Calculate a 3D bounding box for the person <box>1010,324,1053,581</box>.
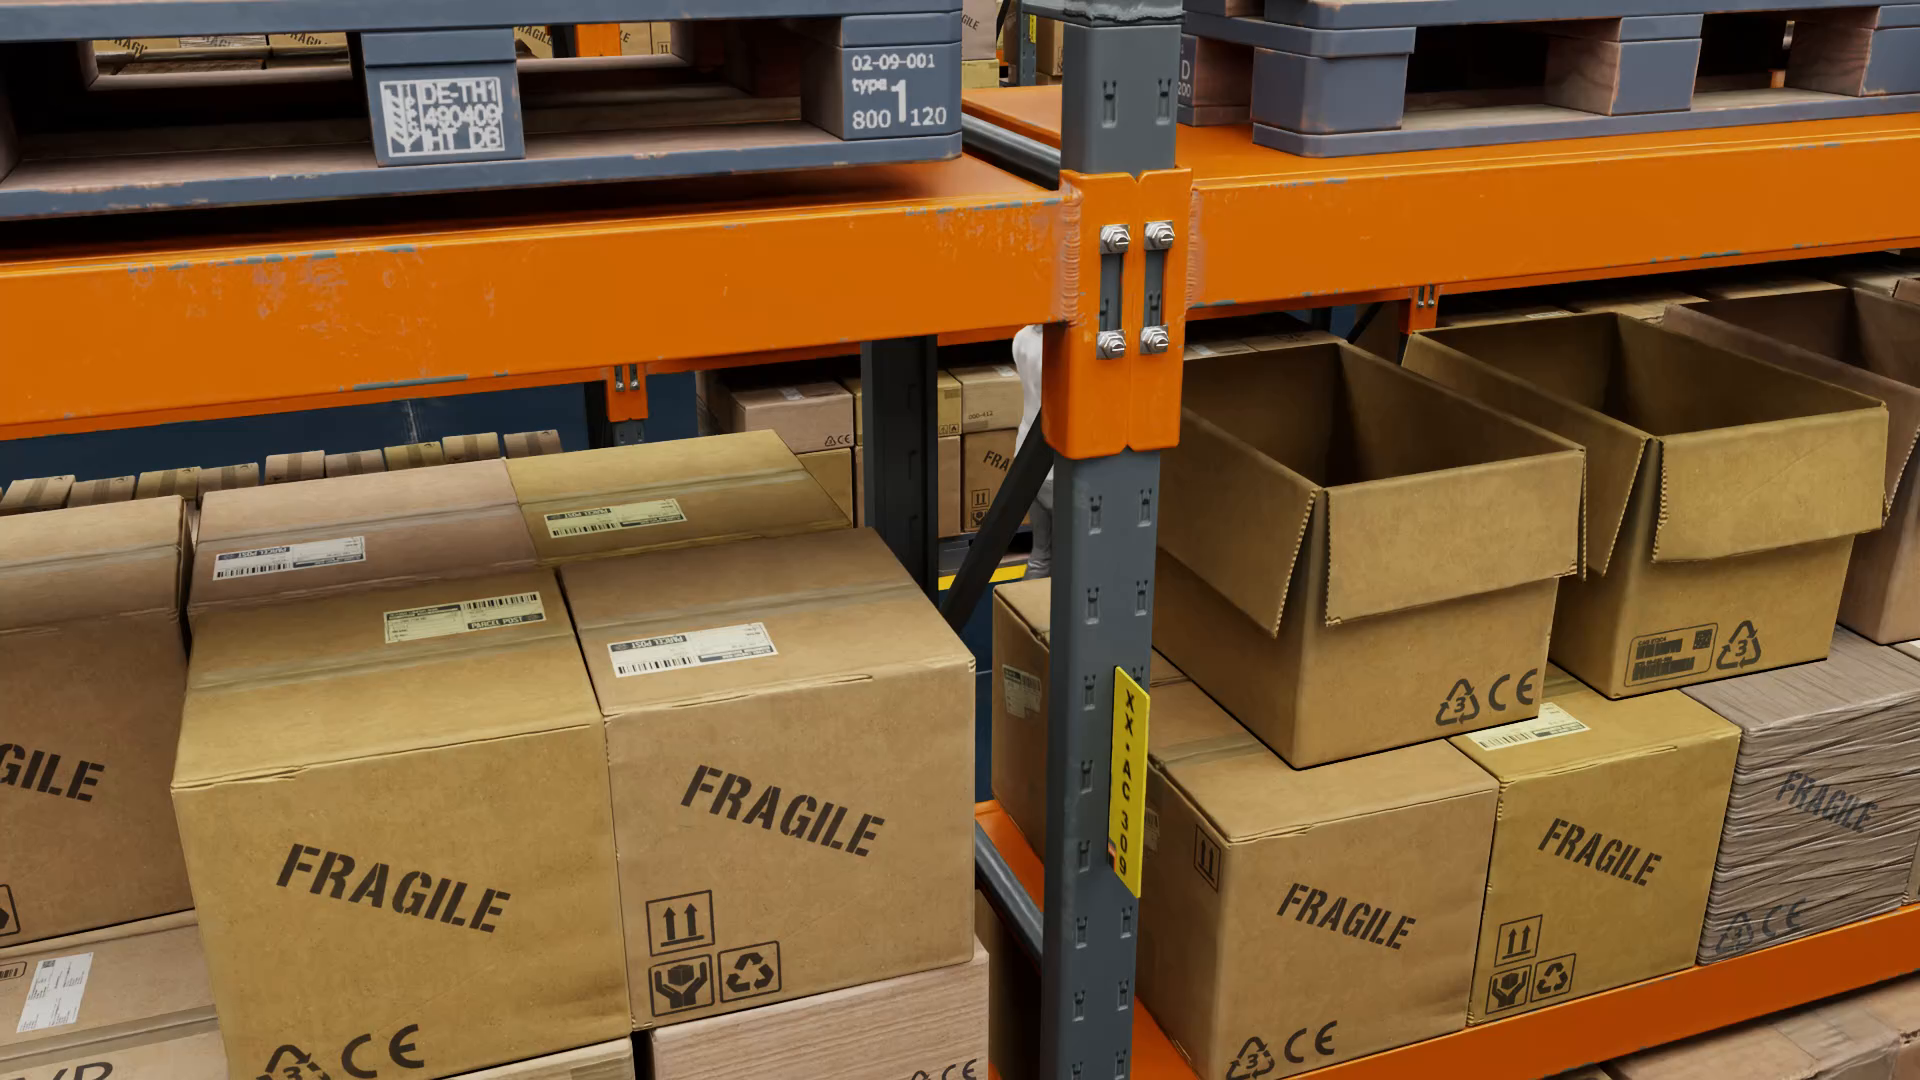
[{"bbox_3d":[0.409,-0.295,6.784,0.359,1.765,0.533,-8,24,-18],"label":"person"}]
